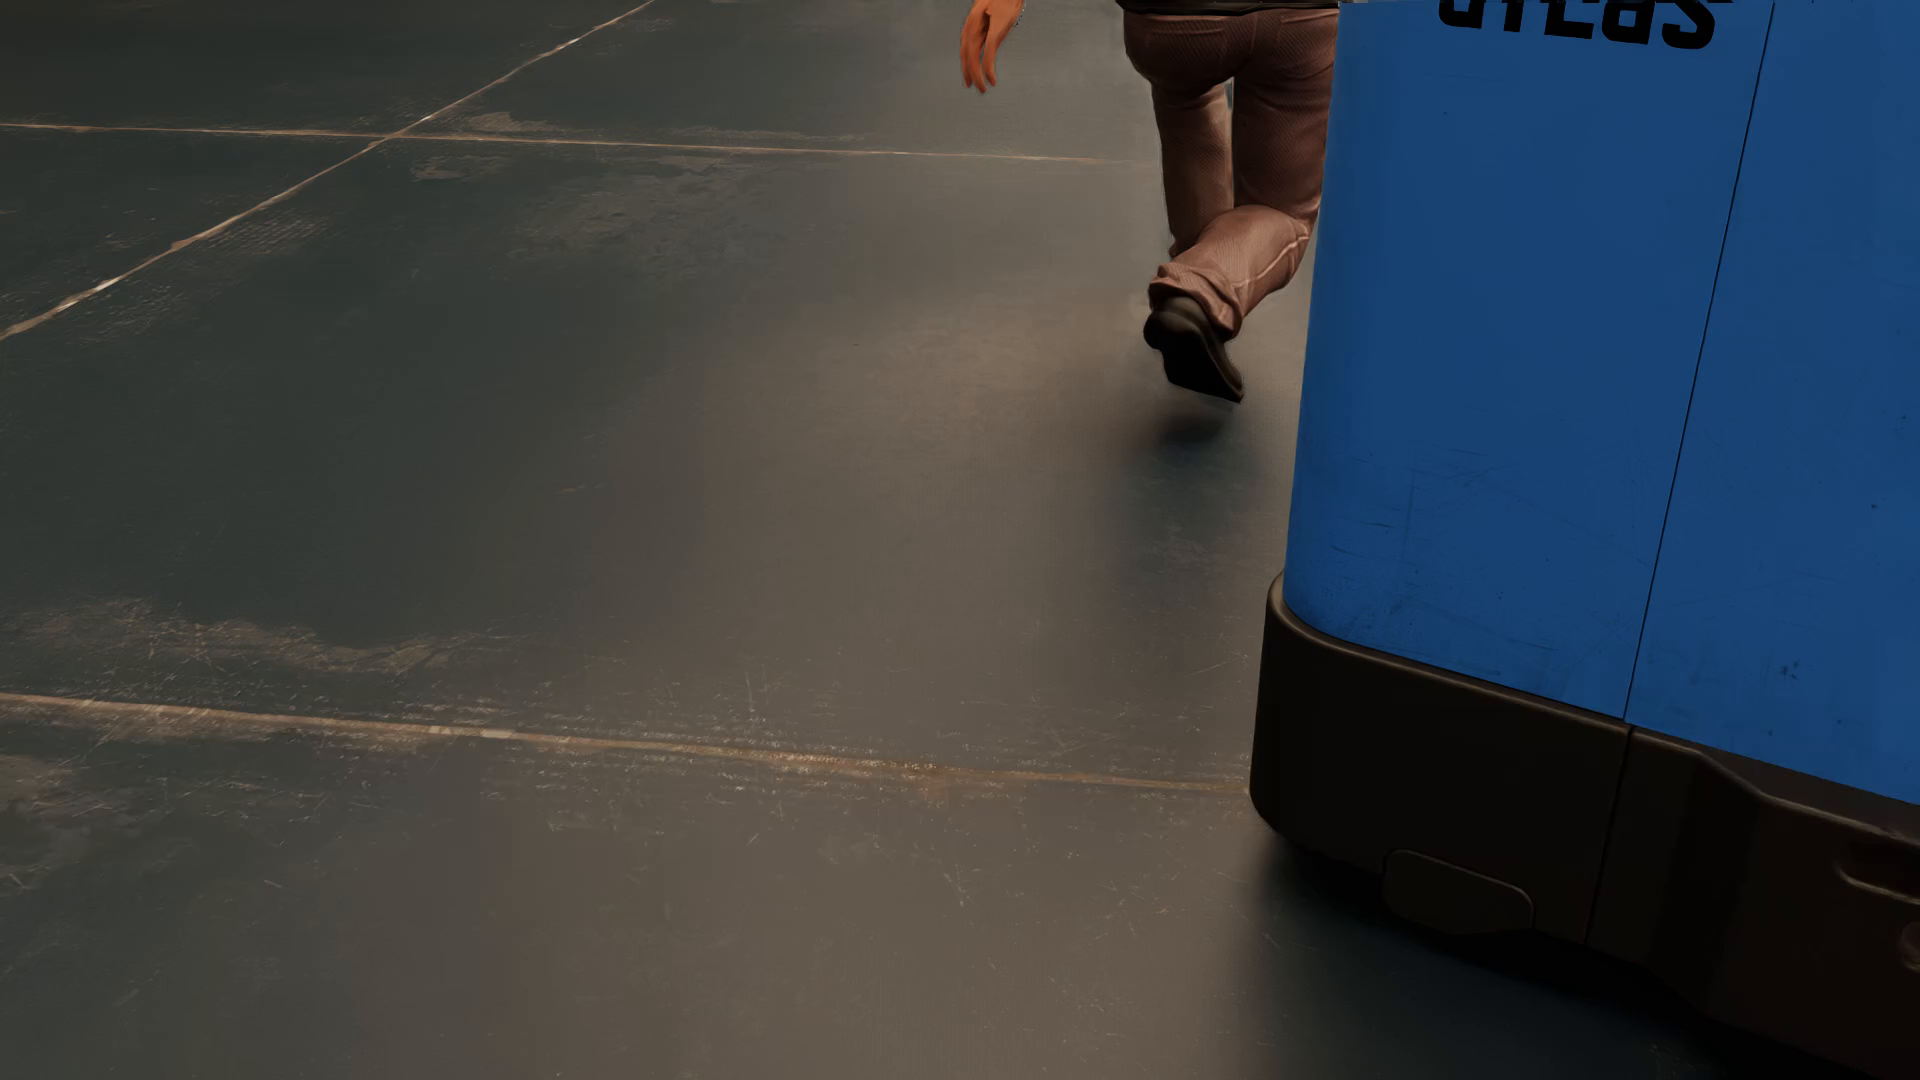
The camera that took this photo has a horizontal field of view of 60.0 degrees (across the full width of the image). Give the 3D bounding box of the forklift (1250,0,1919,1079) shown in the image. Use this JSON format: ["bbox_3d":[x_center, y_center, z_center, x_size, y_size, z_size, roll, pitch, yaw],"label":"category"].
[{"bbox_3d":[1.828,-0.785,0.791,3.031,2.935,1.130,16,31,29],"label":"forklift"}]

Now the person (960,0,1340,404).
[{"bbox_3d":[0.352,-0.986,2.911,0.730,1.490,0.956,-1,27,-2],"label":"person"}]
